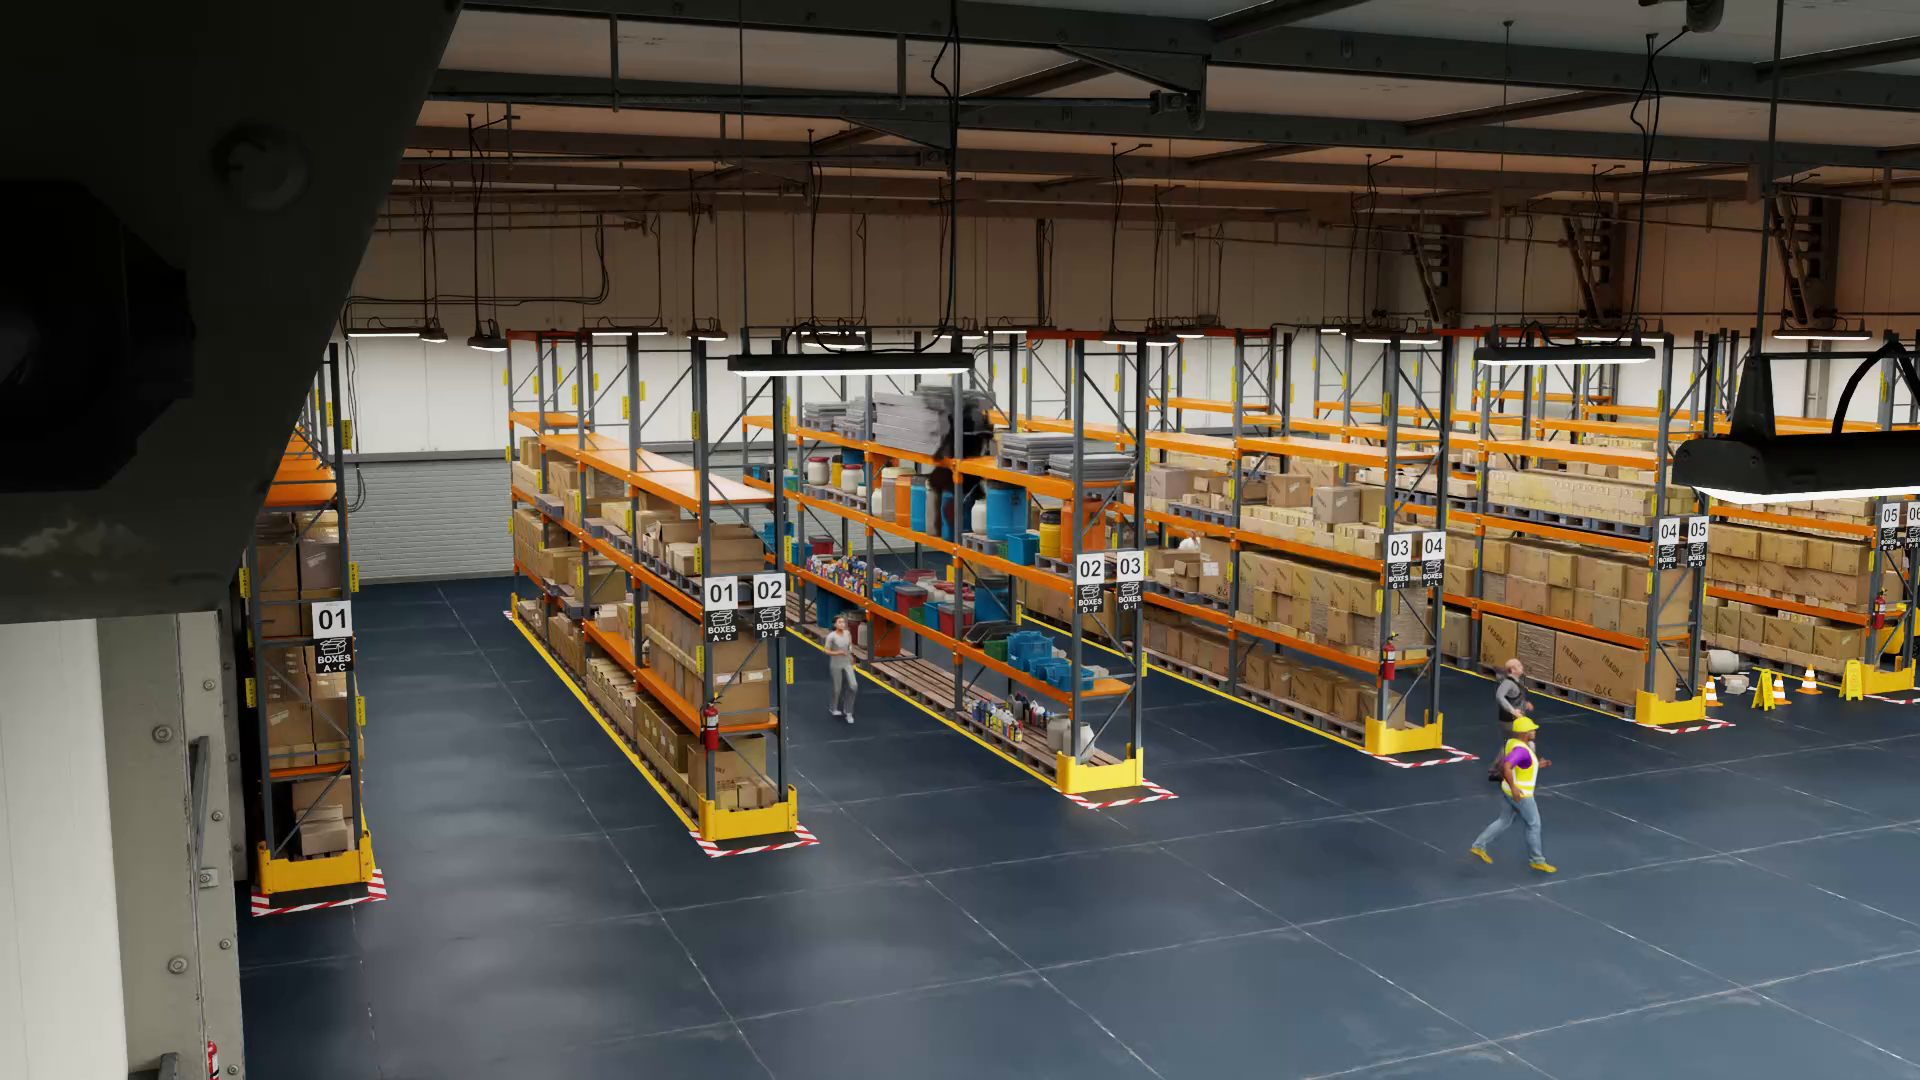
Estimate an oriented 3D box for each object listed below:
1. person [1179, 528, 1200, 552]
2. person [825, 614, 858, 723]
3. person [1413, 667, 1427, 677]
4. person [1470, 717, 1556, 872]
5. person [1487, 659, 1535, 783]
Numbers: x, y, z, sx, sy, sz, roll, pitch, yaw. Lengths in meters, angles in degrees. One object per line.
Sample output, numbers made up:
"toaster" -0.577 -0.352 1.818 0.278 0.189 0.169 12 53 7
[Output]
"person" 5.042 0.585 35.822 0.724 1.742 1.079 -3 8 -22
"person" -1.858 2.000 25.895 0.542 1.710 0.726 -4 9 -28
"person" 7.872 1.473 29.220 0.664 1.773 0.915 -5 9 -33
"person" 6.302 2.875 18.833 0.963 1.775 0.689 0 8 1
"person" 7.448 2.452 22.423 0.595 1.704 0.688 2 8 16
